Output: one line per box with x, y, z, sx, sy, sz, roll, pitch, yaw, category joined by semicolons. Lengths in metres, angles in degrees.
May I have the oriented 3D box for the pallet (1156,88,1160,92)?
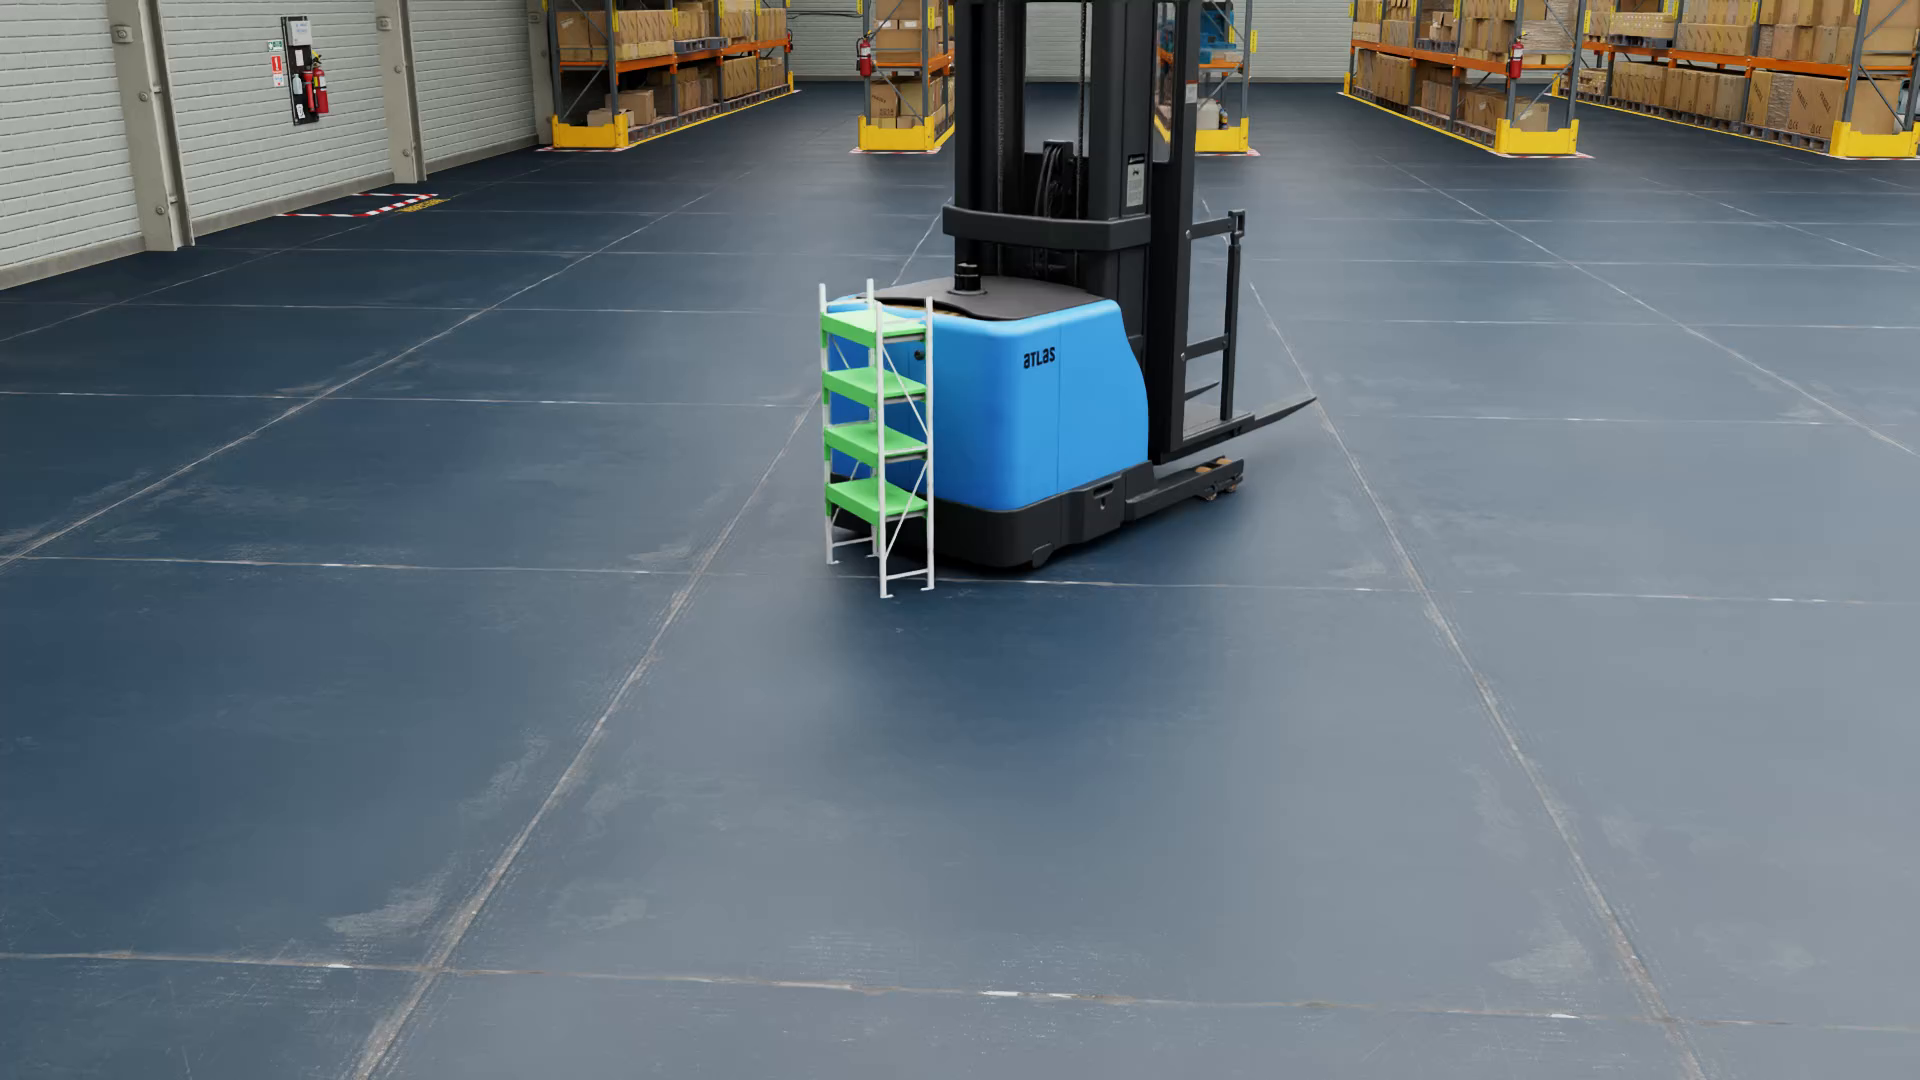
4.901;-10.520;39.190;1.003;0.211;1.213;1;18;4;pallet

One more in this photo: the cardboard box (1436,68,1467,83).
9.409;-8.887;31.831;0.500;0.250;0.500;3;18;10;cardboard box

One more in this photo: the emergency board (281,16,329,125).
-7.398;-5.337;18.893;0.194;1.169;0.643;1;18;4;emergency board

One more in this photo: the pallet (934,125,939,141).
-0.896;-6.912;28.179;1.003;0.211;1.213;1;18;4;pallet

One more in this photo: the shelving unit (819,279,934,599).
-0.339;-0.418;6.770;0.258;1.200;0.503;-10;21;-29;shelving unit

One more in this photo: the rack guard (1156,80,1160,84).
5.077;-11.298;41.101;1.175;0.500;0.348;1;18;4;rack guard

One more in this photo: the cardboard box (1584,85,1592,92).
14.444;-10.279;37.880;0.380;0.149;0.250;1;18;4;cardboard box

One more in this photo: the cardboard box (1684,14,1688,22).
14.660;-10.403;33.127;0.380;0.149;0.250;1;18;4;cardboard box

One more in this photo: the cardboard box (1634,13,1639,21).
14.087;-10.749;34.183;0.380;0.149;0.250;2;18;6;cardboard box

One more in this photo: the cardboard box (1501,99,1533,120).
8.952;-6.790;26.669;0.500;0.500;0.500;6;19;18;cardboard box

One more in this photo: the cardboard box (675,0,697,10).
-5.593;-10.916;34.046;0.500;0.250;0.500;2;18;5;cardboard box

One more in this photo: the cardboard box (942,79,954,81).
-0.287;-8.779;32.237;0.500;0.311;0.500;1;18;4;cardboard box

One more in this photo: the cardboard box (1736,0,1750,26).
14.173;-9.336;29.330;0.700;0.500;0.500;1;18;3;cardboard box

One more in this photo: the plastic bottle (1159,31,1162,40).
4.276;-10.608;35.059;0.144;0.351;0.185;1;18;4;plastic bottle

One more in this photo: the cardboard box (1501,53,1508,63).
8.681;-7.529;25.986;0.380;0.149;0.250;1;18;4;cardboard box

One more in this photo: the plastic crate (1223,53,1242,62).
4.327;-7.655;26.390;0.298;0.136;0.250;1;18;4;plastic crate

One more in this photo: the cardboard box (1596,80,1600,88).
14.394;-10.159;37.035;0.380;0.149;0.250;0;18;1;cardboard box

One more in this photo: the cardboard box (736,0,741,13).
-4.977;-11.386;35.479;0.500;0.250;0.500;1;18;3;cardboard box

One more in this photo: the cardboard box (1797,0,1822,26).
13.918;-8.467;26.470;0.875;0.550;0.500;1;18;4;cardboard box

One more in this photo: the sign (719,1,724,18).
-4.825;-10.718;33.584;0.100;0.325;0.005;1;18;4;sign

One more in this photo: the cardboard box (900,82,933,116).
-0.705;-7.187;27.077;0.500;0.500;0.500;1;18;4;cardboard box

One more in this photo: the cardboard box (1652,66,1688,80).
14.183;-9.328;33.208;0.500;0.250;0.500;1;18;3;cardboard box

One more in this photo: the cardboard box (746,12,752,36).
-4.888;-11.348;36.568;0.500;0.500;0.500;1;18;4;cardboard box

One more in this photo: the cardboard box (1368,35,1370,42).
9.510;-11.428;37.885;0.380;0.149;0.250;2;18;5;cardboard box

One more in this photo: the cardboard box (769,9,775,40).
-4.924;-12.221;39.420;0.980;0.700;0.700;0;18;1;cardboard box

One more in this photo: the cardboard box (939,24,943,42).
-0.603;-9.313;30.866;0.500;0.500;0.500;3;18;8;cardboard box

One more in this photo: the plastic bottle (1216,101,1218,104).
4.456;-7.436;28.846;0.144;0.351;0.185;0;18;1;plastic bottle

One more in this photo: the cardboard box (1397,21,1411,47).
9.319;-10.406;34.202;0.500;0.500;0.500;1;18;2;cardboard box

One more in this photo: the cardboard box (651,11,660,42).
-5.456;-8.802;28.473;0.500;0.500;0.500;1;18;2;cardboard box

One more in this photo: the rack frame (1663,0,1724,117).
14.395;-9.741;32.334;1.000;3.000;0.127;1;18;4;rack frame

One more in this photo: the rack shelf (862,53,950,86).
-0.855;-7.900;27.871;1.077;0.370;4.000;1;18;4;rack shelf

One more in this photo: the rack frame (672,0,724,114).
-5.367;-10.215;33.780;1.000;3.000;0.127;1;18;4;rack frame

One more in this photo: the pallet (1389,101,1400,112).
9.677;-9.179;35.098;1.003;0.211;1.213;1;18;4;pallet

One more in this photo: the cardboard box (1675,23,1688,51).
14.094;-9.655;31.912;0.500;0.500;0.500;1;18;5;cardboard box

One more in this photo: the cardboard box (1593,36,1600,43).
14.490;-11.287;37.455;0.380;0.149;0.250;1;18;2;cardboard box

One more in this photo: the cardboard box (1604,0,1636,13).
14.446;-11.800;36.372;0.500;0.500;0.500;1;18;2;cardboard box

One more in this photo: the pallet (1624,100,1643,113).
14.543;-9.037;34.662;1.003;0.211;1.213;1;18;4;pallet

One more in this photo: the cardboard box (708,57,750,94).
-5.057;-10.154;36.373;0.750;0.750;0.750;2;18;6;cardboard box

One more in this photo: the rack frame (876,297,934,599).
-0.215;-0.352;6.571;0.240;1.200;0.015;-10;21;-29;rack frame

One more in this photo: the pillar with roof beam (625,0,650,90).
-2.029;-12.585;31.380;9.100;9.000;0.400;1;18;4;pillar with roof beam

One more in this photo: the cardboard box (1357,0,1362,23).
9.689;-12.496;39.301;0.500;0.500;0.500;1;18;3;cardboard box

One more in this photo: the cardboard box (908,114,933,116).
-0.706;-6.831;27.194;0.500;0.250;0.500;1;18;4;cardboard box

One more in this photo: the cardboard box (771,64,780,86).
-4.779;-11.336;40.542;0.700;0.500;0.500;1;18;4;cardboard box

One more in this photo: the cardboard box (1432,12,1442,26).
9.456;-9.962;32.173;0.500;0.500;0.500;-1;18;-3;cardboard box

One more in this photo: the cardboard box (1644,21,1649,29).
14.029;-10.369;33.501;0.380;0.149;0.250;1;18;4;cardboard box

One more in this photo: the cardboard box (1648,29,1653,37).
14.010;-10.142;33.286;0.380;0.149;0.250;2;18;5;cardboard box

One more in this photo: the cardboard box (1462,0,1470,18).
8.883;-9.171;28.350;0.500;0.500;0.500;1;18;4;cardboard box

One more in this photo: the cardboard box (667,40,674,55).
-5.385;-8.757;29.540;0.500;0.250;0.500;1;18;4;cardboard box

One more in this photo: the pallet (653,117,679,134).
-5.666;-7.438;29.784;1.003;0.211;1.213;1;18;4;pallet

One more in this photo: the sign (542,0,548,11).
-6.492;-8.449;26.025;0.100;0.325;0.005;1;18;4;sign

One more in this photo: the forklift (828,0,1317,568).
0.738;-1.666;7.802;1.130;2.935;3.031;14;23;37;forklift
